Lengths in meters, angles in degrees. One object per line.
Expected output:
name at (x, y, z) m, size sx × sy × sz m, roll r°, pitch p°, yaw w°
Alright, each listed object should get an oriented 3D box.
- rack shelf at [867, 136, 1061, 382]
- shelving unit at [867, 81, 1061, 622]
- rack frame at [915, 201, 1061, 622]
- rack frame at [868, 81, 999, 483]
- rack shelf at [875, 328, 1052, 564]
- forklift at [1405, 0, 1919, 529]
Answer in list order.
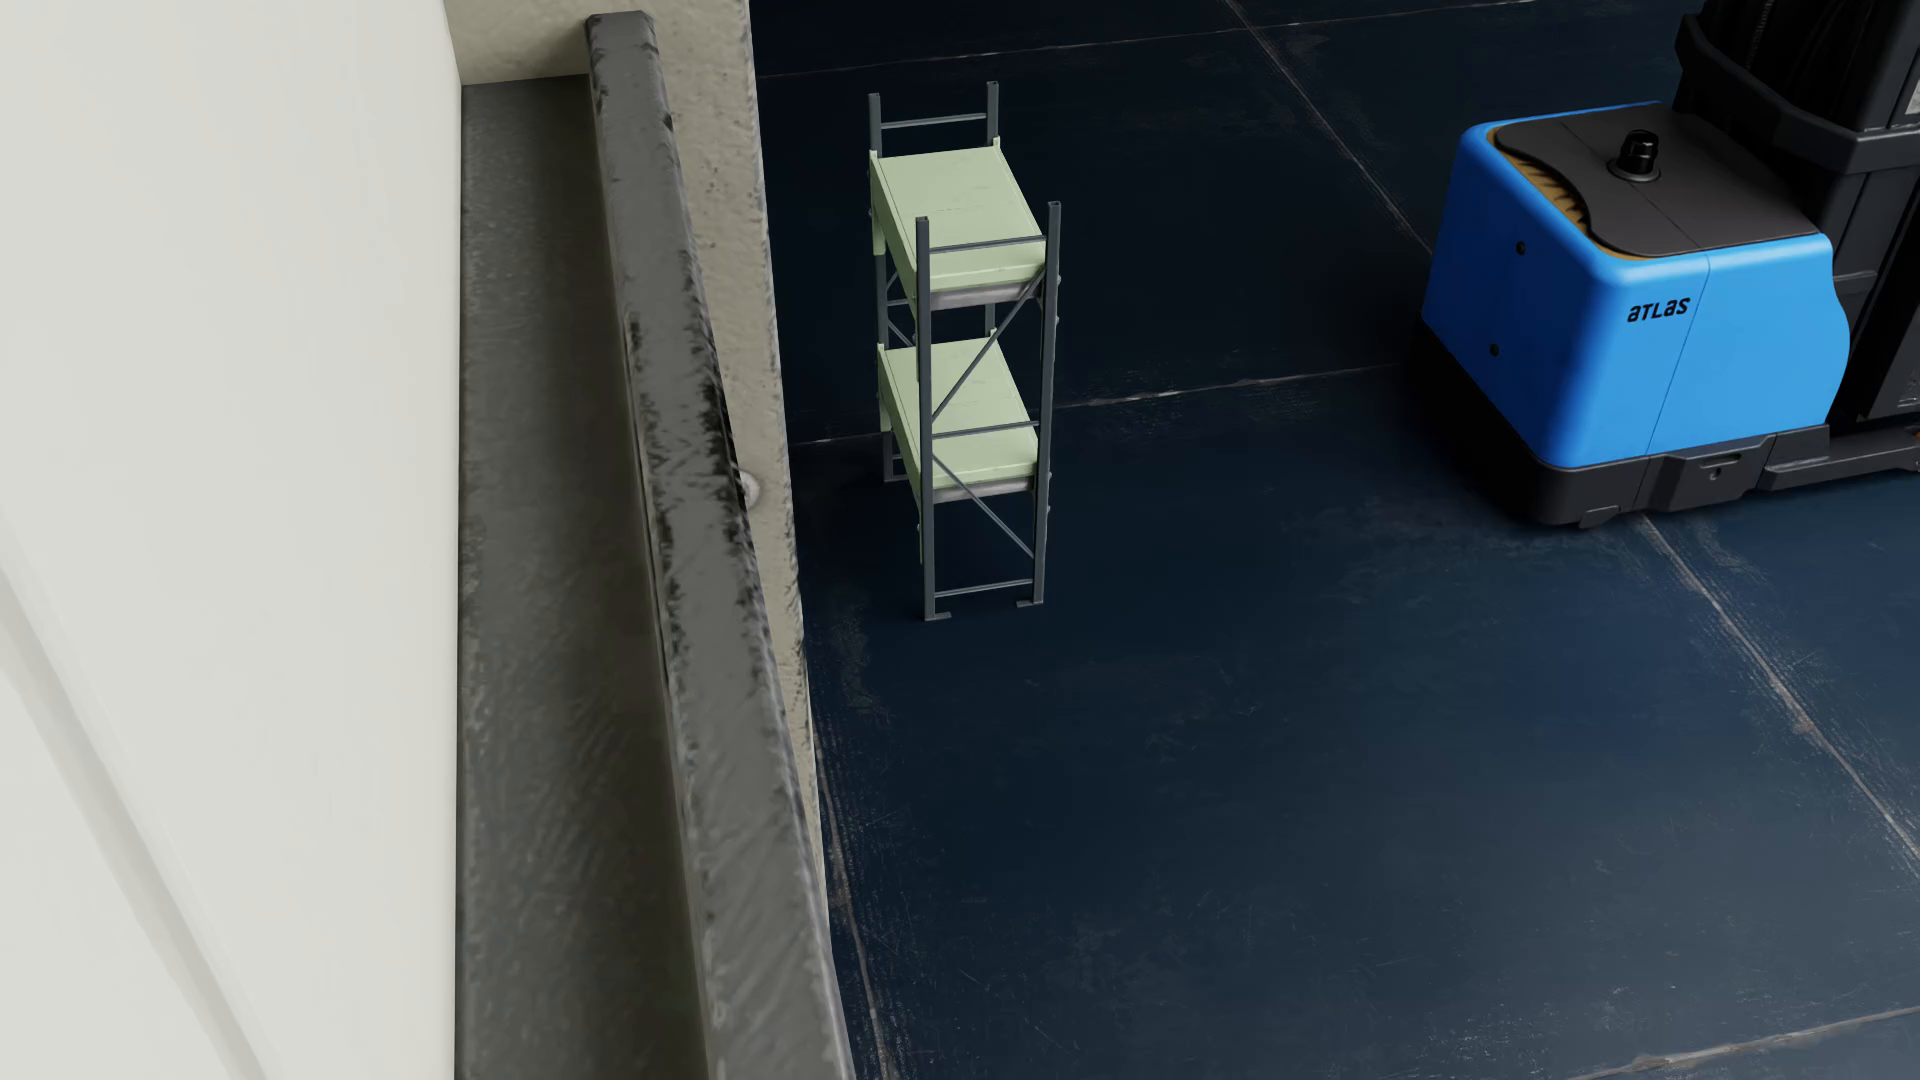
rack shelf at (-0.001, -0.857, 4.998) m, size 0.431 × 0.370 × 0.720 m, roll -8°, pitch 42°, yaw -9°
shelving unit at (-0.001, -0.565, 5.257) m, size 0.431 × 1.500 × 0.755 m, roll -8°, pitch 42°, yaw -9°
rack frame at (0.078, -0.328, 4.990) m, size 0.400 × 1.500 × 0.023 m, roll -8°, pitch 42°, yaw -9°
rack frame at (-0.080, -0.802, 5.524) m, size 0.400 × 1.500 × 0.023 m, roll -8°, pitch 42°, yaw -9°
rack shelf at (-0.001, -0.321, 5.473) m, size 0.431 × 0.370 × 0.720 m, roll -8°, pitch 42°, yaw -9°
forklift at (3.286, -1.669, 5.422) m, size 3.031 × 2.935 × 1.130 m, roll -10°, pitch 43°, yaw -11°
